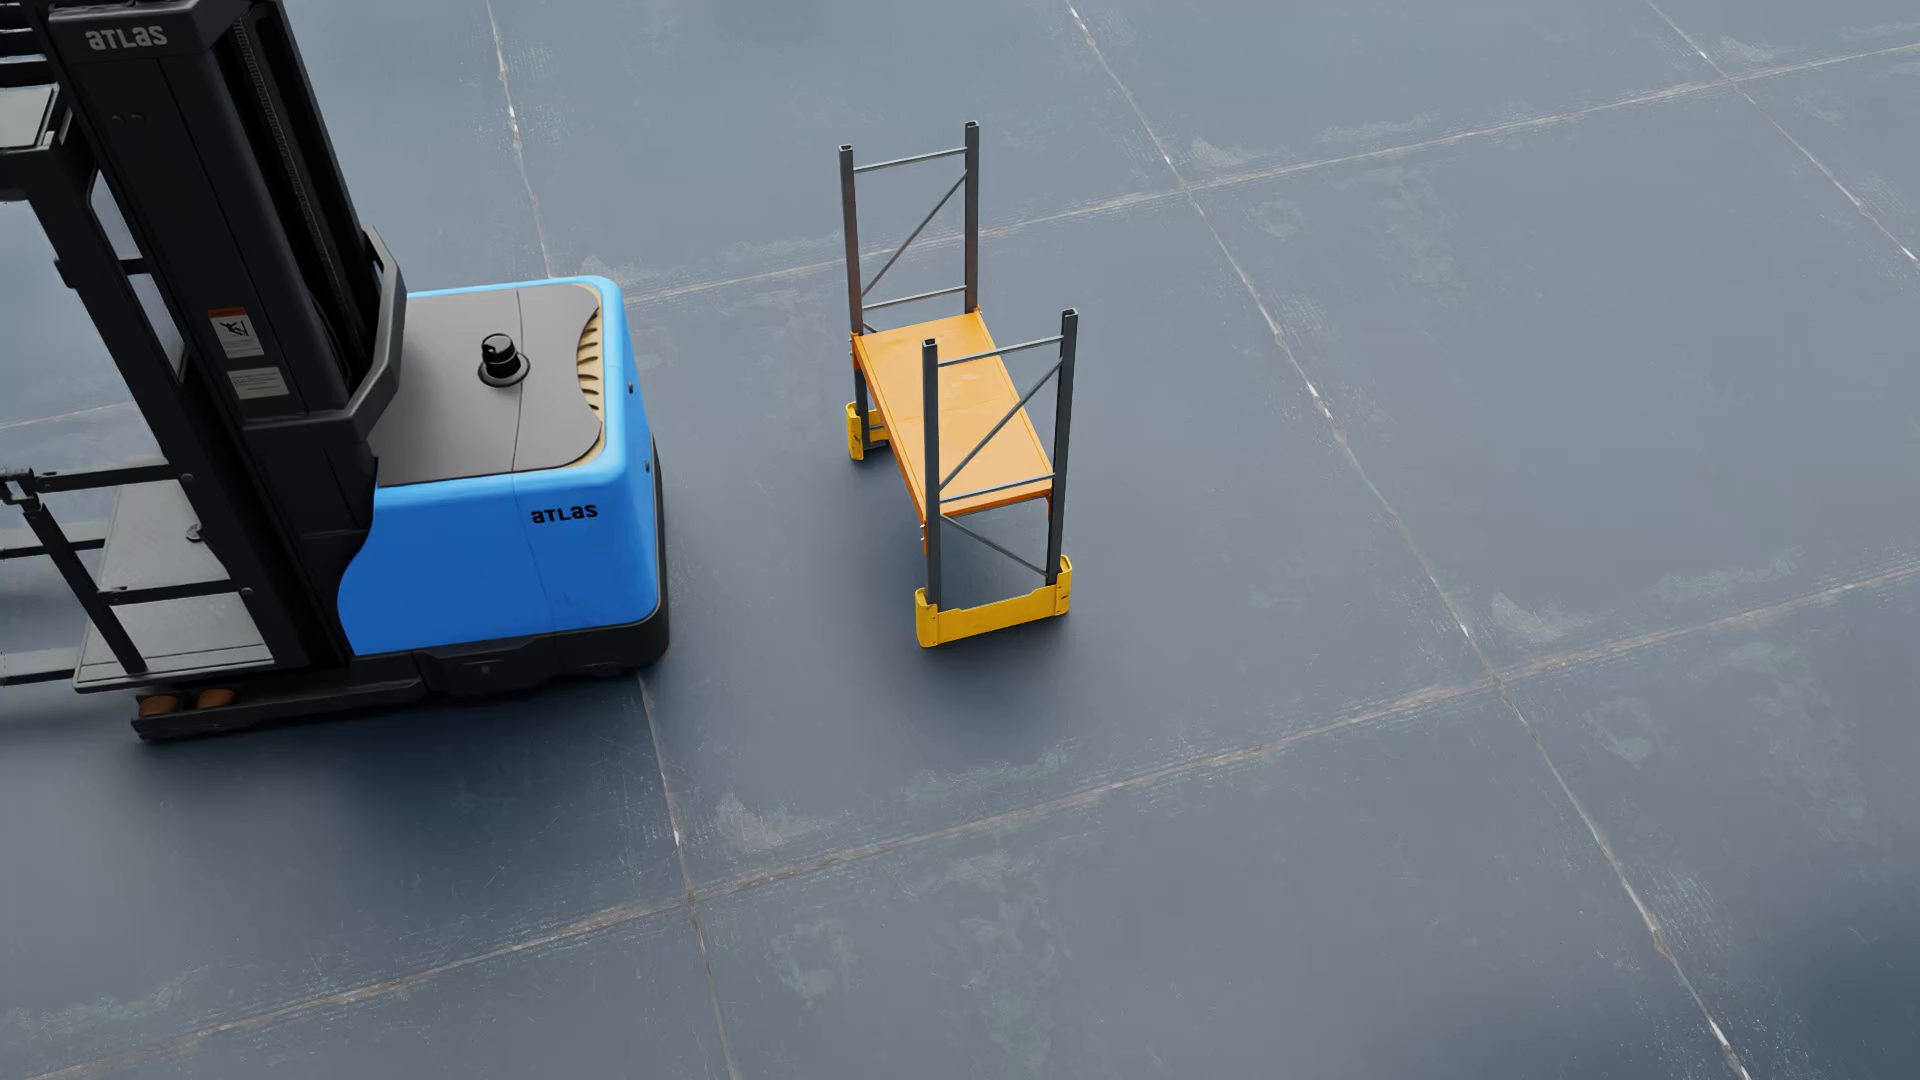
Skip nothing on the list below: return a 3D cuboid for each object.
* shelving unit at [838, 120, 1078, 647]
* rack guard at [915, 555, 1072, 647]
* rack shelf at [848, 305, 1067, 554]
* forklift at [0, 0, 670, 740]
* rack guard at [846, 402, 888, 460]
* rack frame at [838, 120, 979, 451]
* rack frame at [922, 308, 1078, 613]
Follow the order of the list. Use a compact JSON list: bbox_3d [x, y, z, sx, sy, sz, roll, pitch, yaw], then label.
[{"bbox_3d":[-0.023,-0.539,6.013,0.587,1.500,1.083,-13,51,-11],"label":"shelving unit"},{"bbox_3d":[0.125,0.227,6.184,0.587,0.250,0.087,-13,51,-11],"label":"rack guard"},{"bbox_3d":[-0.025,-0.430,6.156,0.538,0.185,1.000,-13,51,-11],"label":"rack shelf"},{"bbox_3d":[-2.632,-0.674,5.191,3.031,2.935,1.130,-7,50,-6],"label":"forklift"},{"bbox_3d":[-0.170,-0.500,6.798,0.587,0.250,0.087,-13,51,-11],"label":"rack guard"},{"bbox_3d":[-0.176,-0.917,6.332,0.500,1.500,0.032,-13,51,-11],"label":"rack frame"},{"bbox_3d":[0.125,-0.174,5.706,0.500,1.500,0.032,-13,51,-11],"label":"rack frame"}]
